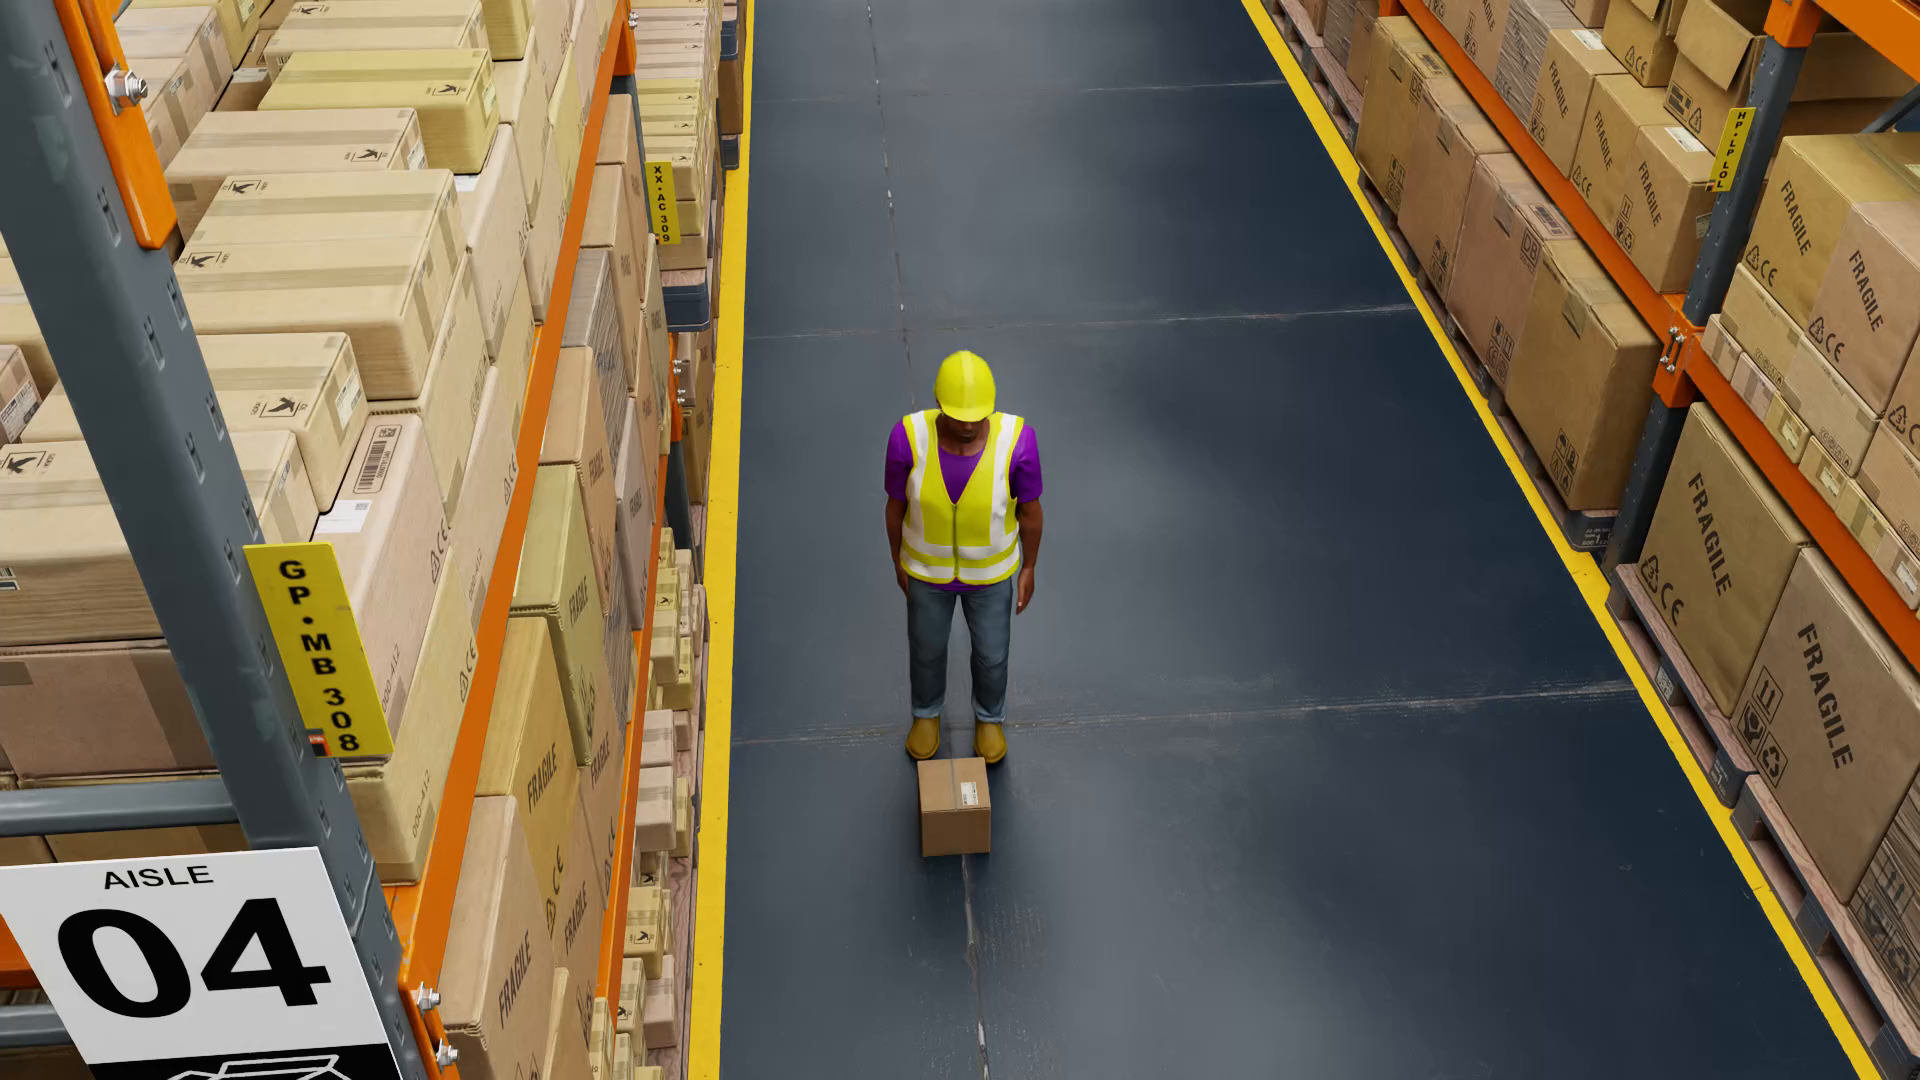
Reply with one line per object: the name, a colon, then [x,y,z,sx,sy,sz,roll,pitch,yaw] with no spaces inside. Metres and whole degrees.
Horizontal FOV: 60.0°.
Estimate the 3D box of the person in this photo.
person: [0.012,0.085,6.032,0.565,1.763,0.363,2,39,2]
